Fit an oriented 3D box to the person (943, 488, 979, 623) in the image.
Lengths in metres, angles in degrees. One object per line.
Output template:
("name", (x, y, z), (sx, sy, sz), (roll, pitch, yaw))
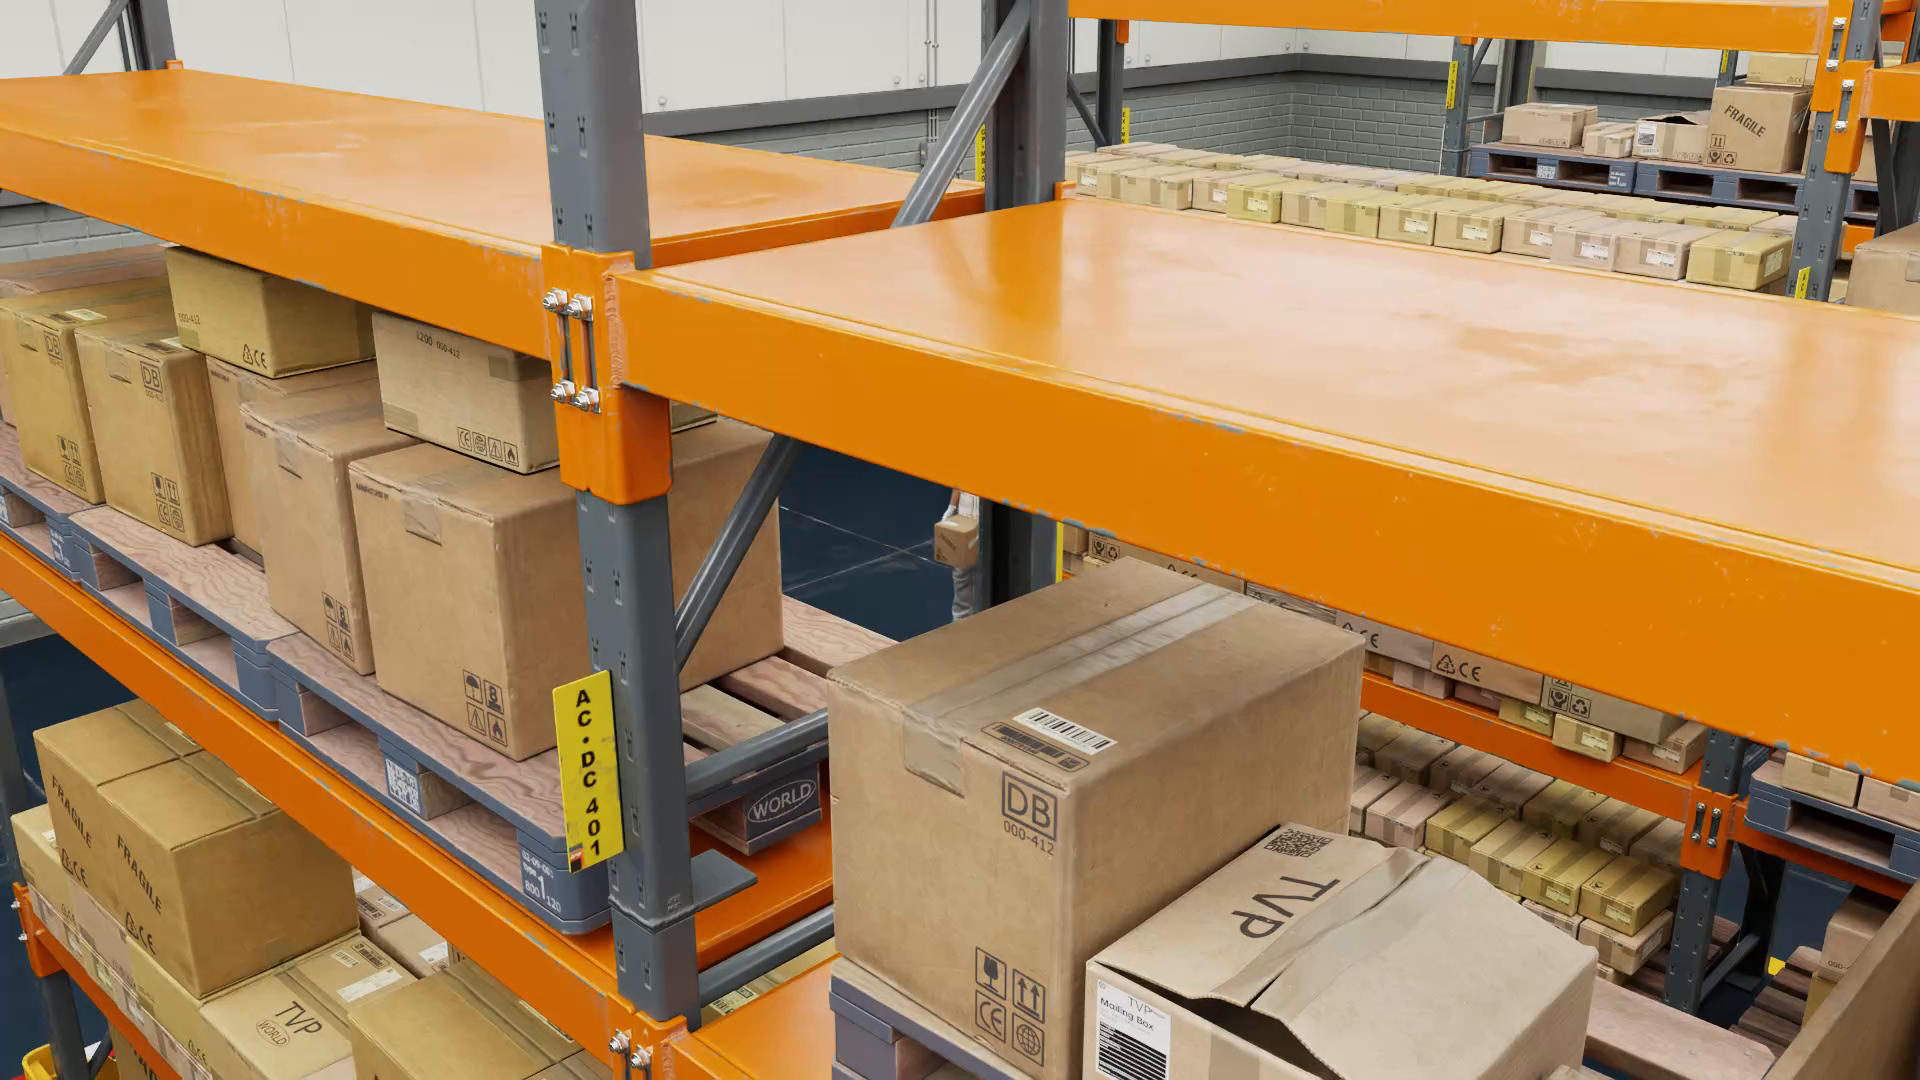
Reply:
("person", (0.136, -0.088, 10.756), (0.540, 1.785, 0.551), (17, 27, 39))
